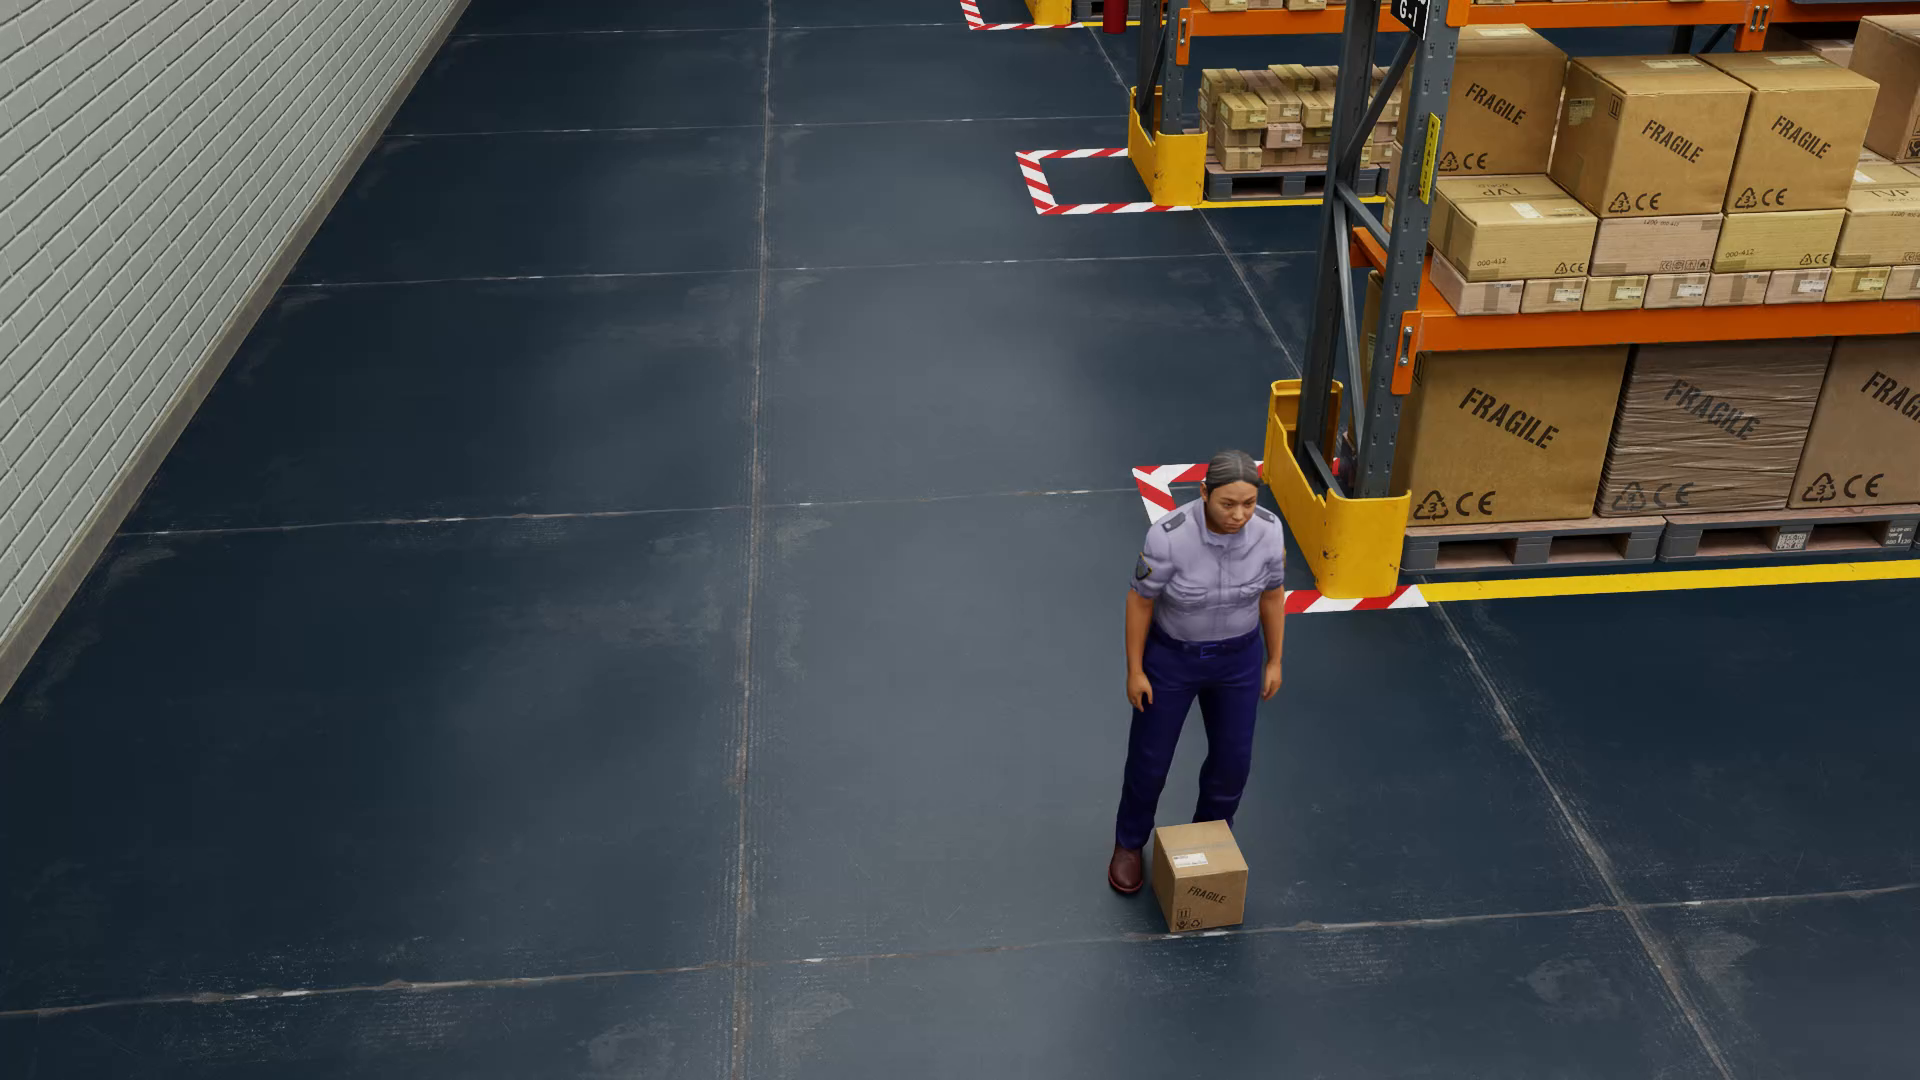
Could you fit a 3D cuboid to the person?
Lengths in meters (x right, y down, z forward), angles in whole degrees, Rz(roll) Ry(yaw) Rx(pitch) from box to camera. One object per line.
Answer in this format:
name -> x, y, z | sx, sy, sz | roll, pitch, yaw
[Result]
person -> 0.786, 0.427, 5.438 | 0.562, 1.653, 0.418 | -4, 32, -7
